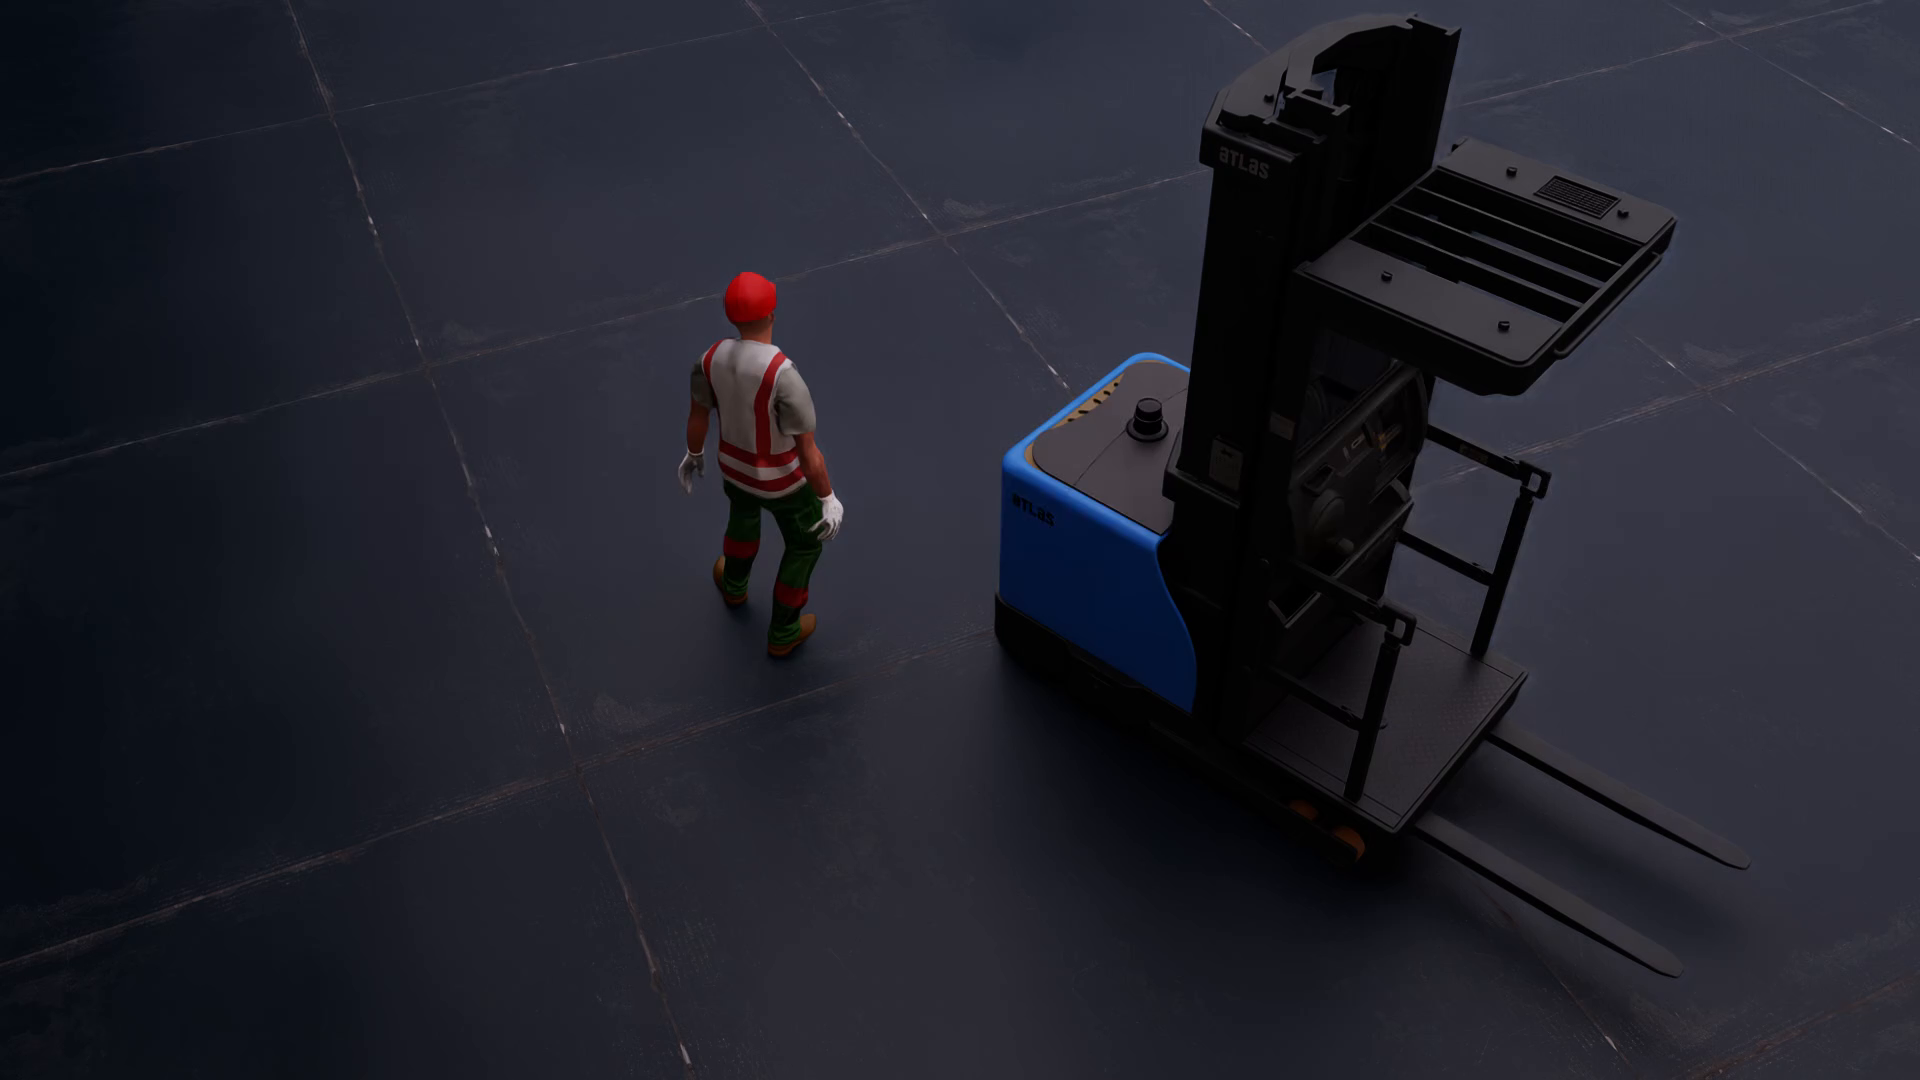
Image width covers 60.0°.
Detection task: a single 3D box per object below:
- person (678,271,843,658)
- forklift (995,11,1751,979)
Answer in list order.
[{"bbox_3d":[-0.798,-0.296,6.892,0.885,1.750,0.460,26,49,25],"label":"person"},{"bbox_3d":[1.598,-0.213,5.908,3.031,2.935,1.130,30,51,28],"label":"forklift"}]
